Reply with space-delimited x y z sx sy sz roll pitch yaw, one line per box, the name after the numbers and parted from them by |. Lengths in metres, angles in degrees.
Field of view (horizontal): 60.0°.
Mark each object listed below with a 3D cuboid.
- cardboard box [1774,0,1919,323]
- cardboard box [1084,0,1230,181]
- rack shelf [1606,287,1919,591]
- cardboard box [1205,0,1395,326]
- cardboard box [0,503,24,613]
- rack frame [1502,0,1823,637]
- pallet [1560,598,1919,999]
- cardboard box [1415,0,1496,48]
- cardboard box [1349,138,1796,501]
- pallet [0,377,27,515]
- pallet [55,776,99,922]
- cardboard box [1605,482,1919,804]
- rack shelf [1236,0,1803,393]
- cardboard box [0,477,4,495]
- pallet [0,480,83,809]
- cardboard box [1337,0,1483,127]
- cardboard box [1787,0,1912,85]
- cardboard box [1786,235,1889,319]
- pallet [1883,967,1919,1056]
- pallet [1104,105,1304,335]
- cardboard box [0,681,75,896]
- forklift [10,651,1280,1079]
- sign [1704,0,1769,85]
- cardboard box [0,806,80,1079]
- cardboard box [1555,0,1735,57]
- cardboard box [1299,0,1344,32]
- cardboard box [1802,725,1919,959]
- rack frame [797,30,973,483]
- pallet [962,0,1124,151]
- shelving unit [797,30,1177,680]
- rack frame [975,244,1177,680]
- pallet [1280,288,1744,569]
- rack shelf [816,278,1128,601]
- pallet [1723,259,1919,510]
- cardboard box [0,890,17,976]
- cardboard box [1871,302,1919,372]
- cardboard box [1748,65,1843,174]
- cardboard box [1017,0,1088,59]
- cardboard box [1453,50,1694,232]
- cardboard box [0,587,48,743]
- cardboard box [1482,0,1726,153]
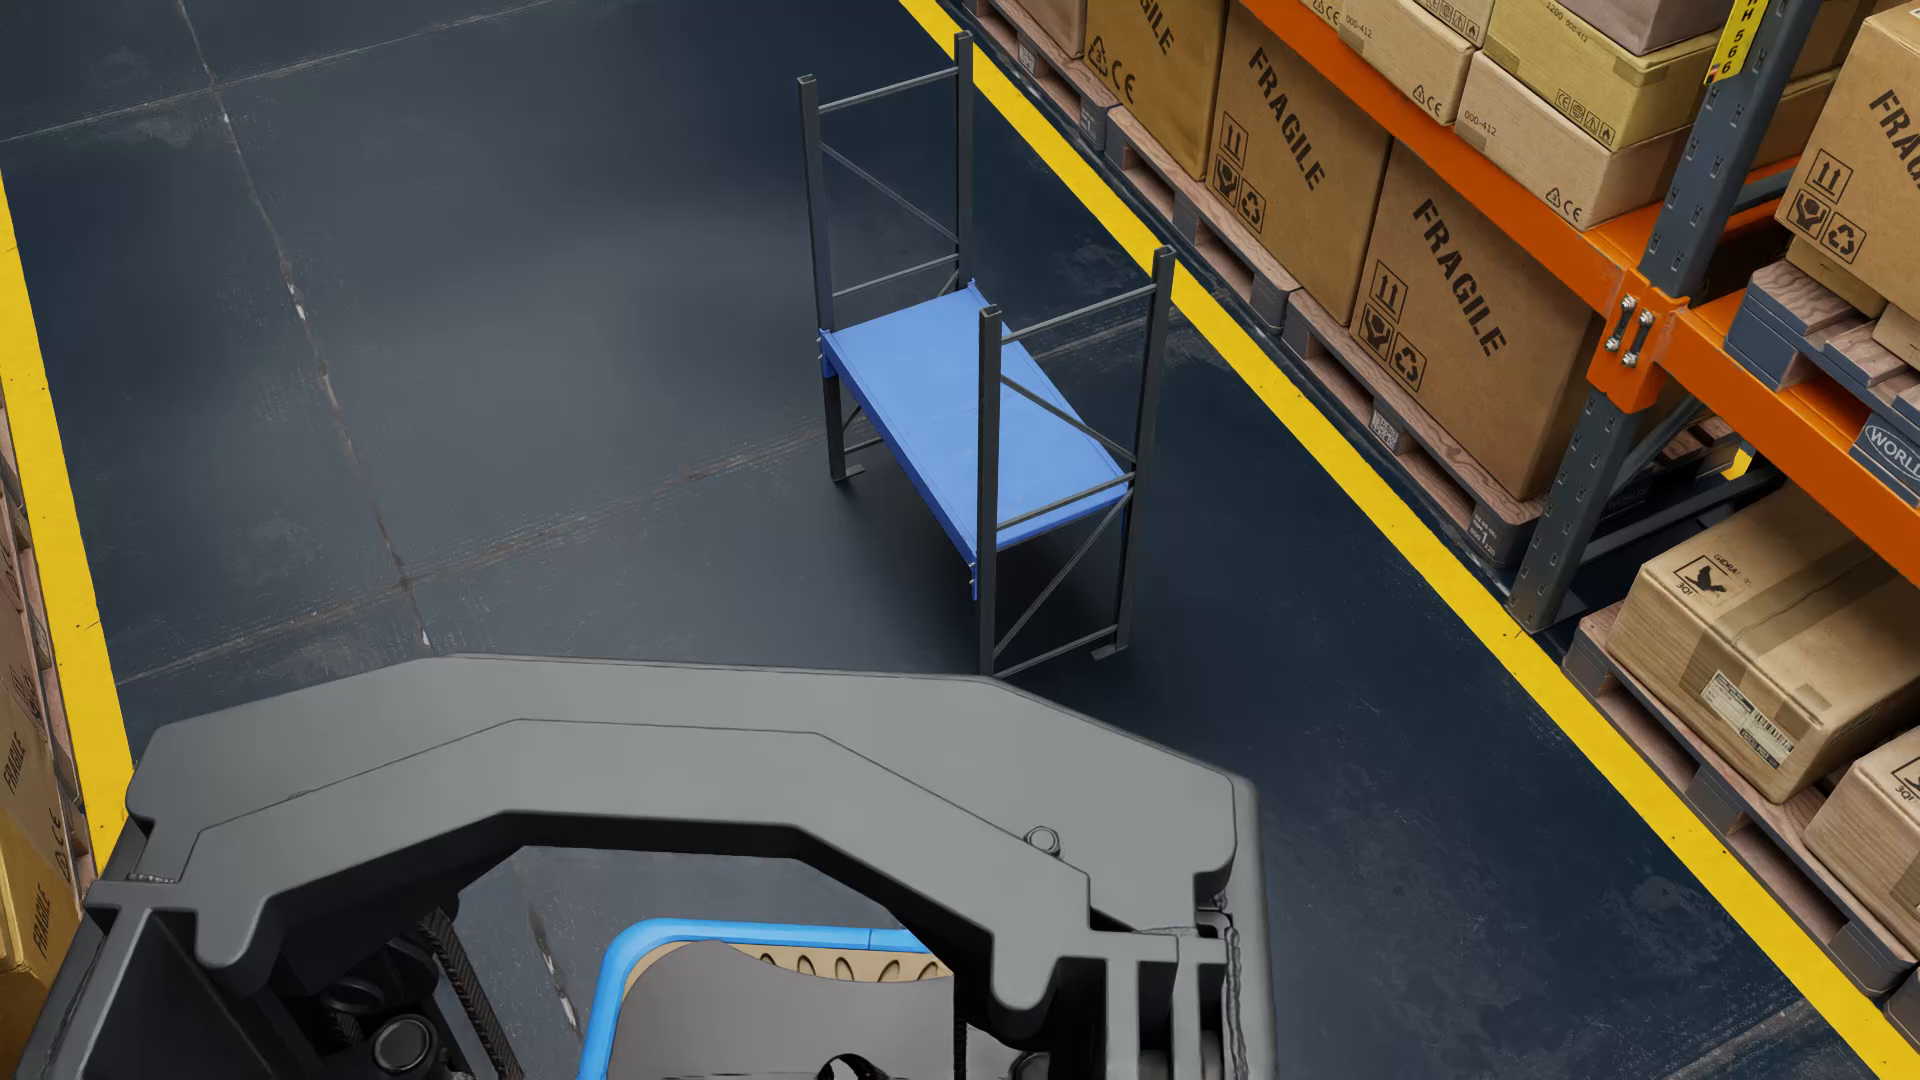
2.126 -0.797 3.412 0.500 0.500 0.500 -23 53 -19 | cardboard box
1.071 -2.036 6.170 0.875 0.875 0.875 -20 52 -16 | cardboard box
3.041 0.666 3.152 1.077 0.370 4.000 -21 52 -18 | rack shelf
1.480 -1.437 5.647 0.875 0.875 0.875 -21 52 -17 | cardboard box
-3.031 -0.032 4.667 0.500 0.500 0.500 -22 52 -18 | cardboard box
2.126 -0.909 4.052 1.000 3.000 0.127 -21 52 -18 | rack frame
2.482 0.532 4.644 1.003 0.211 1.213 -21 52 -18 | pallet
1.441 -1.603 4.427 0.500 0.250 0.500 -22 53 -18 | cardboard box
1.884 -0.839 5.123 0.875 0.875 0.875 -22 52 -18 | cardboard box
-3.702 -0.375 5.438 1.003 0.211 1.213 -21 52 -18 | pallet
-2.585 1.258 4.009 1.003 0.211 1.213 -21 52 -18 | pallet
2.376 0.199 4.550 0.950 0.372 0.625 -24 53 -20 | cardboard box
1.211 -2.011 5.494 1.077 0.370 4.000 -21 52 -18 | rack shelf
-3.262 -0.377 4.969 0.500 0.500 0.500 -22 52 -18 | cardboard box
-3.140 0.443 4.723 1.003 0.211 1.213 -21 52 -18 | pallet
1.416 -1.445 4.621 0.500 0.250 0.500 -20 52 -17 | cardboard box
2.114 -1.449 4.292 0.500 0.250 0.500 -22 52 -18 | cardboard box
2.110 -0.683 3.743 0.380 0.149 0.250 -24 53 -20 | cardboard box
3.037 1.348 3.931 1.003 0.211 1.213 -21 52 -18 | pallet
1.278 -1.360 6.299 1.003 0.211 1.213 -21 52 -18 | pallet
-2.559 0.652 4.069 0.500 0.500 0.500 -21 52 -17 | cardboard box
-0.254 1.598 1.906 1.130 2.935 3.031 2 49 2 | forklift
1.634 -1.097 3.447 0.100 0.325 0.005 -21 52 -18 | sign
-2.326 0.987 3.776 0.500 0.500 0.500 -23 53 -19 | cardboard box
1.657 -1.527 3.862 0.500 0.500 0.500 -22 53 -18 | cardboard box
1.200 -1.788 4.921 0.500 0.250 0.500 -22 52 -18 | cardboard box
2.721 0.690 4.120 0.950 0.372 0.625 -22 52 -18 | cardboard box
-0.194 -0.777 4.933 0.500 1.500 0.032 -21 52 -18 | rack frame
0.716 -2.178 7.014 1.003 0.211 1.213 -21 52 -18 | pallet
0.039 -0.437 4.636 0.538 1.500 1.048 -21 52 -18 | shelving unit
0.272 -0.096 4.338 0.500 1.500 0.032 -21 52 -18 | rack frame
1.832 -0.545 5.586 1.003 0.211 1.213 -21 52 -18 | pallet
0.039 -0.318 4.771 0.538 0.185 1.000 -21 52 -18 | rack shelf
2.547 -0.406 3.739 1.213 0.211 1.003 -21 52 -18 | pallet
-2.329 0.756 3.479 0.500 0.250 0.500 -23 53 -19 | cardboard box
2.209 -0.482 3.567 0.380 0.149 0.250 -24 53 -20 | cardboard box
2.126 -1.274 4.471 0.500 0.250 0.500 -22 52 -18 | cardboard box
0.651 -2.638 6.697 0.875 0.875 0.875 -20 52 -16 | cardboard box
1.664 -1.109 4.327 0.500 0.250 0.500 -23 53 -19 | cardboard box
-2.798 0.310 4.368 0.500 0.500 0.500 -22 53 -18 | cardboard box
1.679 -1.261 4.128 0.500 0.250 0.500 -21 52 -18 | cardboard box
